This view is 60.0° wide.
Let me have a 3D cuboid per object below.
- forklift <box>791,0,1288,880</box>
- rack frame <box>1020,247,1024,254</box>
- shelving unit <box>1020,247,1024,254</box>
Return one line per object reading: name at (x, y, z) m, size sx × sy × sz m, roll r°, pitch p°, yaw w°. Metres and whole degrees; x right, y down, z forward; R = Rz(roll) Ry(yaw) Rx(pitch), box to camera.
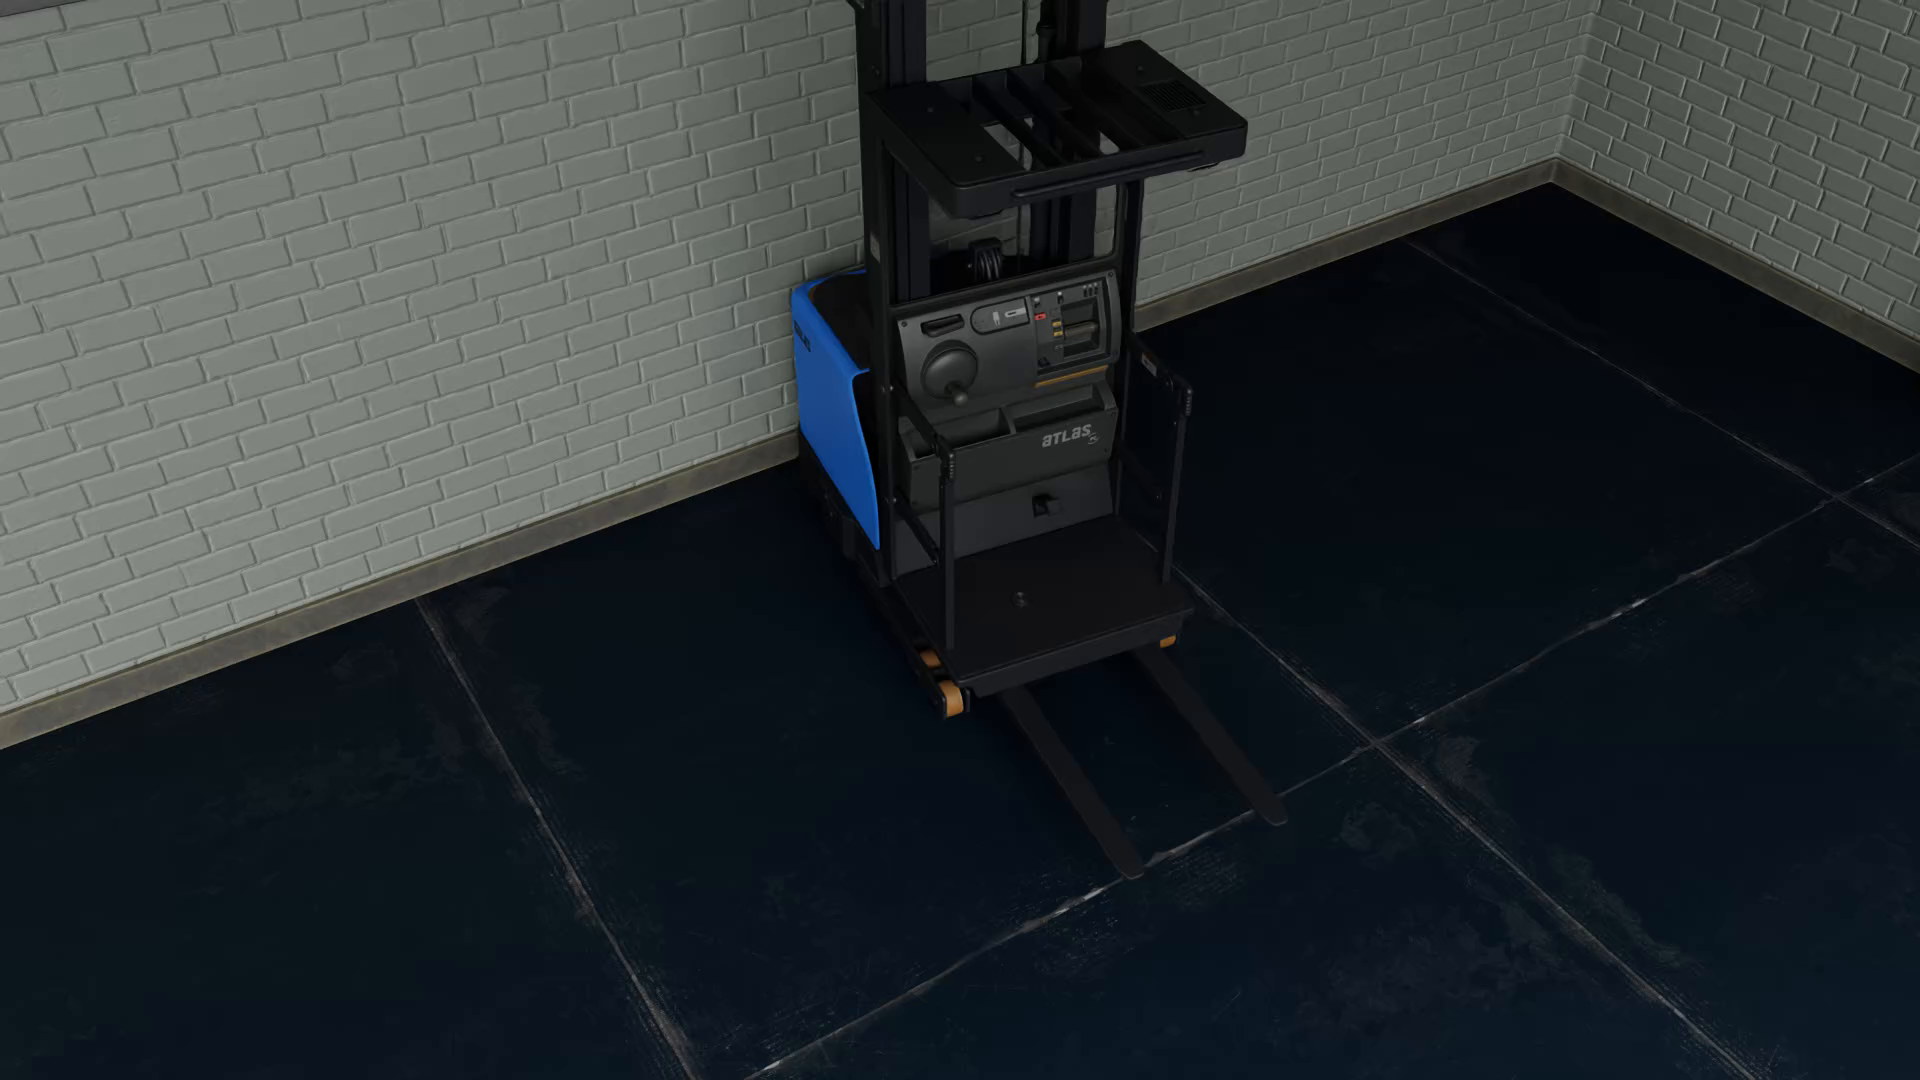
forklift at (0.291, -0.712, 6.314) m, size 1.130 × 2.935 × 3.031 m, roll -16°, pitch 42°, yaw -18°
rack frame at (0.189, -1.071, 8.332) m, size 0.240 × 0.900 × 0.006 m, roll 2°, pitch 40°, yaw 3°
shelving unit at (0.182, -1.007, 8.254) m, size 0.258 × 0.900 × 0.210 m, roll 2°, pitch 40°, yaw 3°
